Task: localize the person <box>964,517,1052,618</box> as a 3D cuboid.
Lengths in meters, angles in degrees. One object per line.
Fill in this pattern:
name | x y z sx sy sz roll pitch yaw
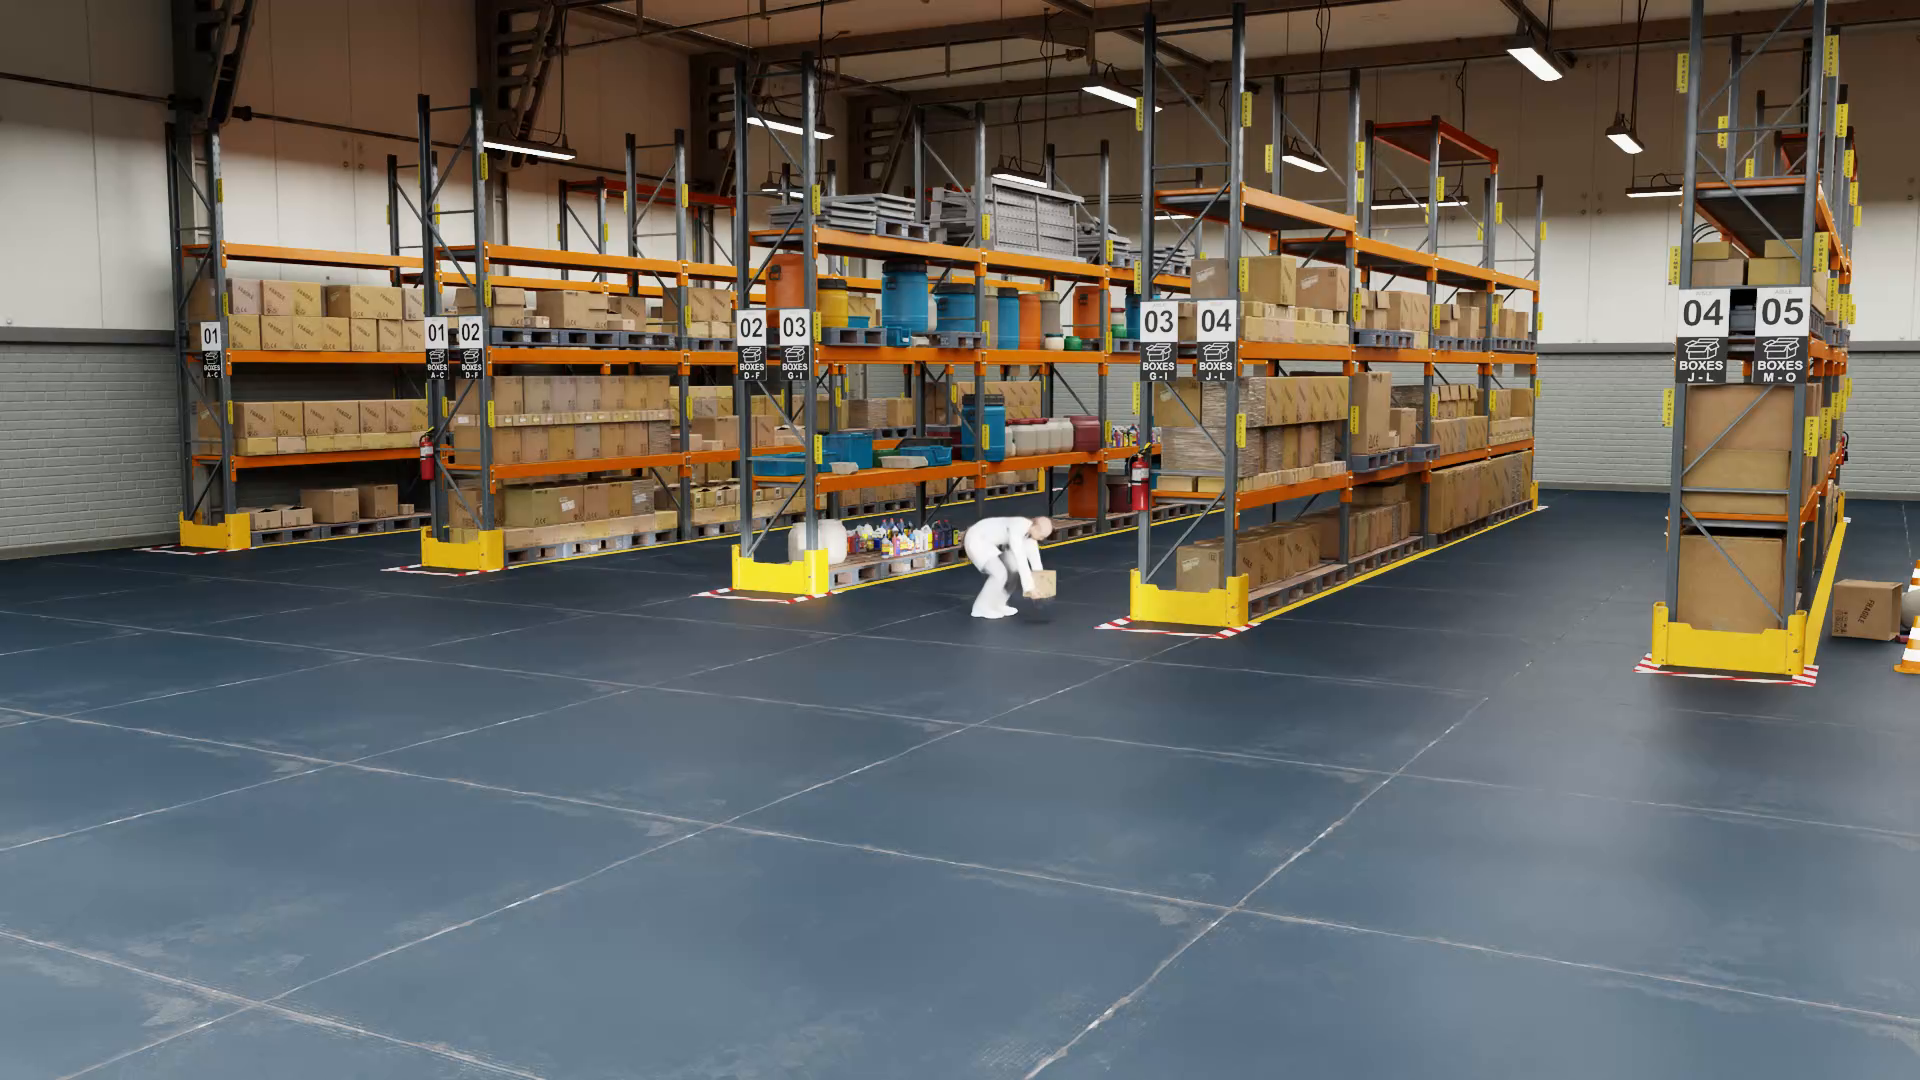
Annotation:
person | 0.496 0.274 17.014 0.943 1.039 0.593 3 6 26
